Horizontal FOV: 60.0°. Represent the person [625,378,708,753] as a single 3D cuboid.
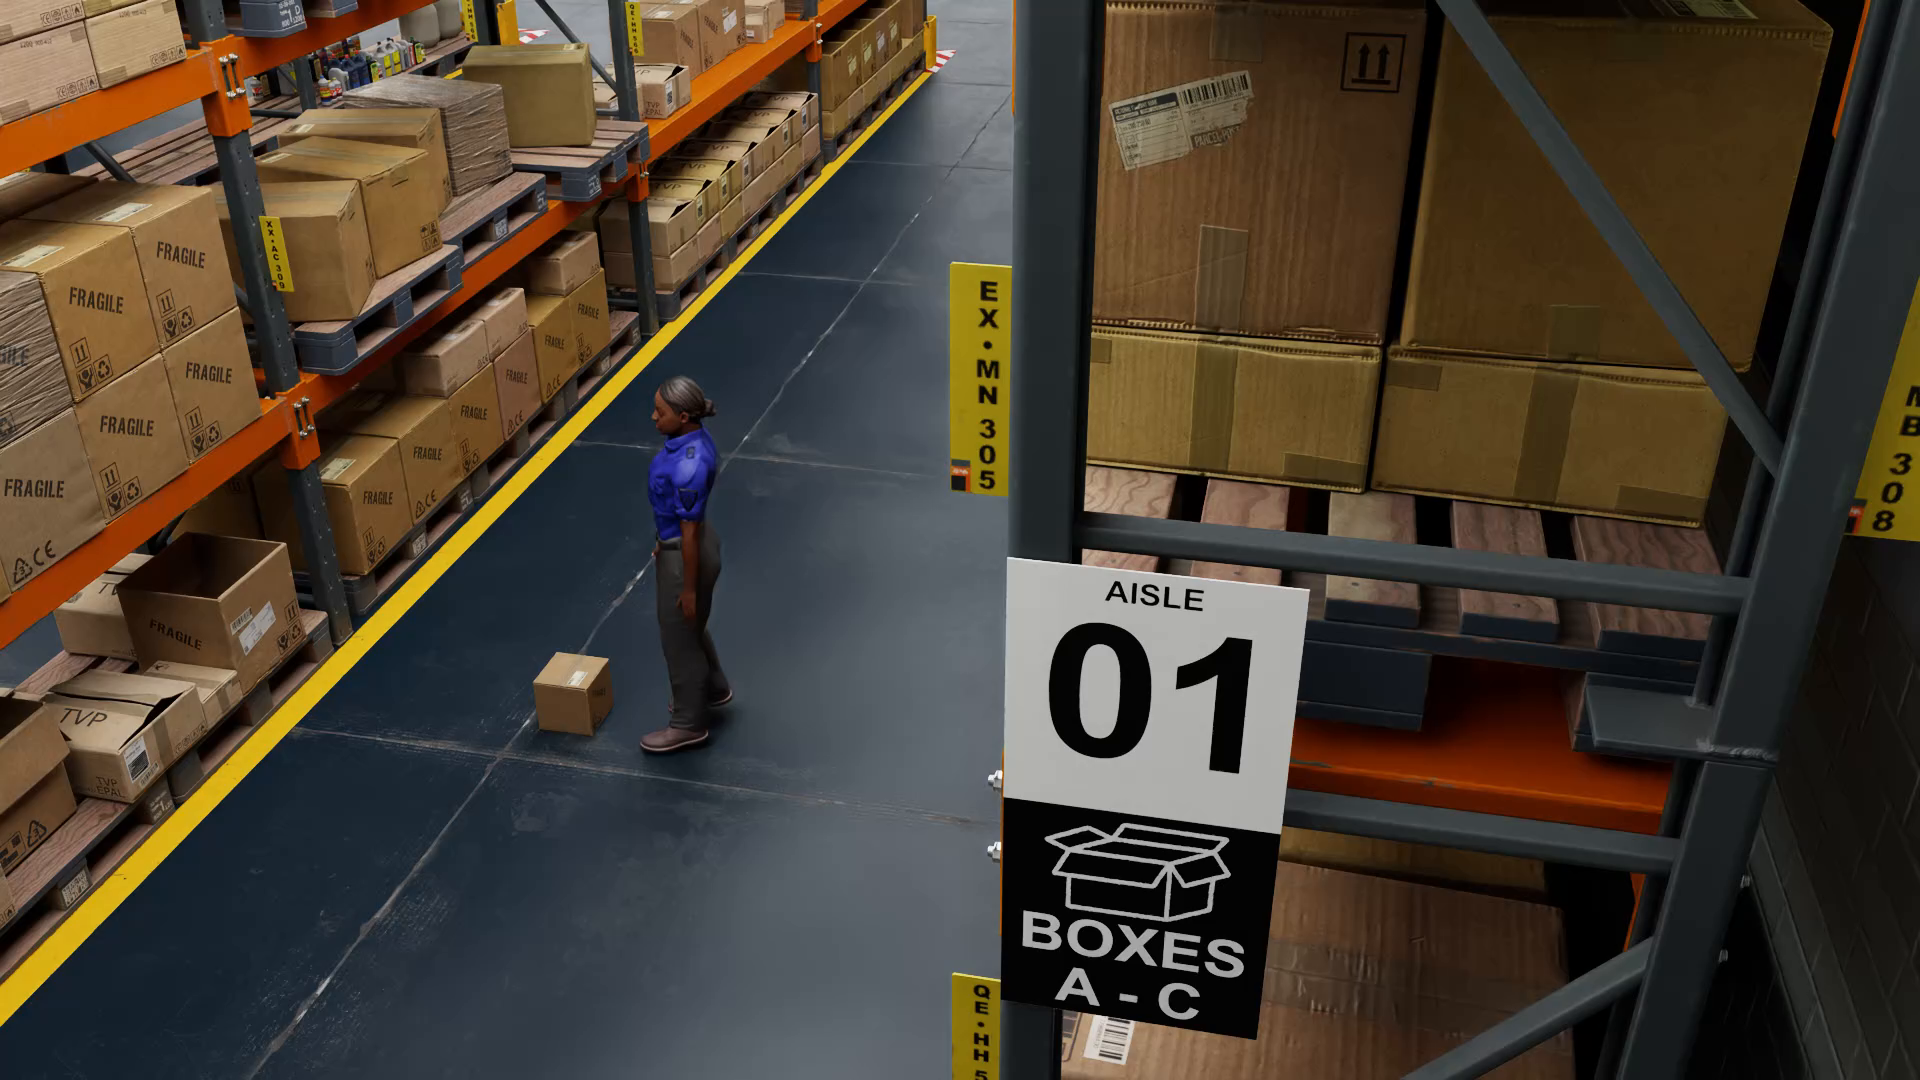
[{"bbox_3d":[-1.234,0.105,6.898,0.379,1.666,0.469,1,29,2],"label":"person"}]
